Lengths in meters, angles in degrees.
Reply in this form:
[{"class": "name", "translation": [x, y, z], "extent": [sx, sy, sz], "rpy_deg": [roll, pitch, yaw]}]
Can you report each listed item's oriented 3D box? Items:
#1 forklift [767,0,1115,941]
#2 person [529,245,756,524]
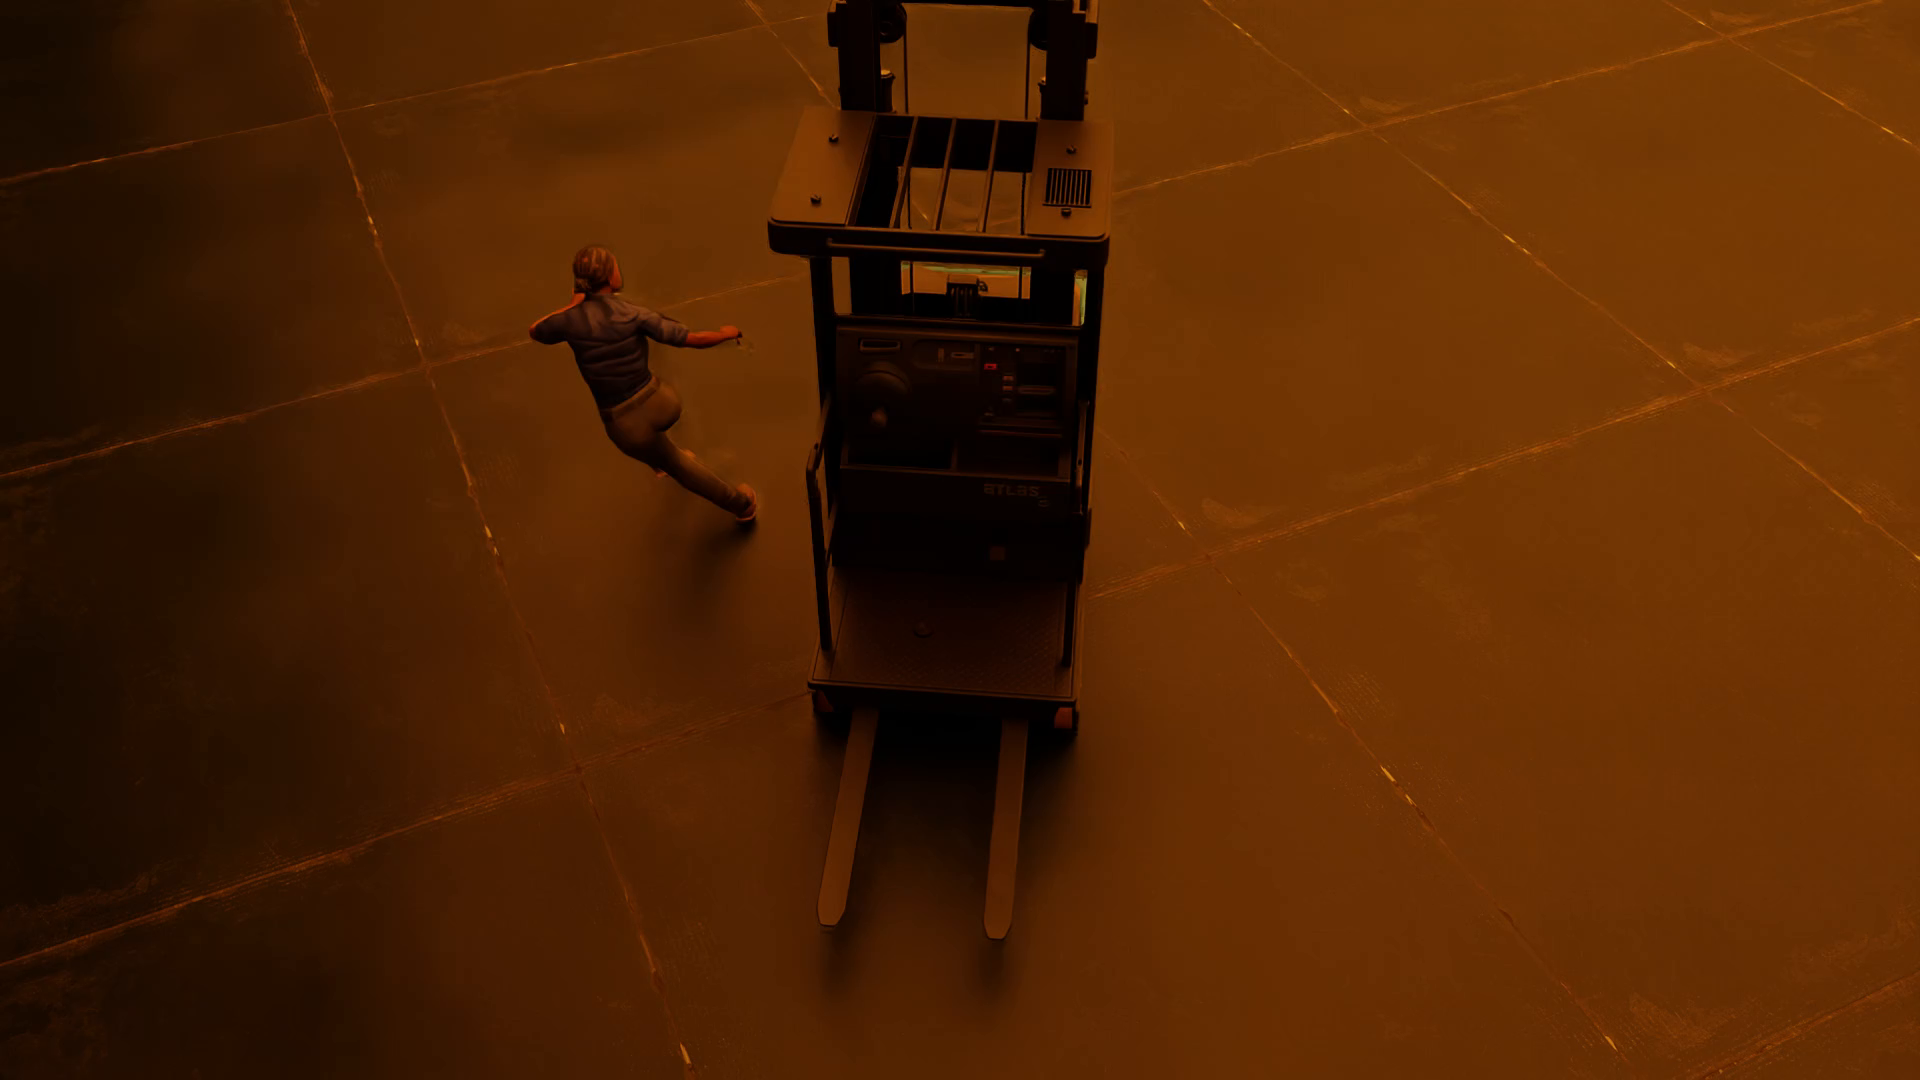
[{"class": "forklift", "translation": [-0.033, -0.523, 6.241], "extent": [1.130, 2.935, 3.031], "rpy_deg": [4, 43, 4]}, {"class": "person", "translation": [-1.417, -0.735, 7.575], "extent": [0.909, 1.418, 0.858], "rpy_deg": [-18, 46, -18]}]
